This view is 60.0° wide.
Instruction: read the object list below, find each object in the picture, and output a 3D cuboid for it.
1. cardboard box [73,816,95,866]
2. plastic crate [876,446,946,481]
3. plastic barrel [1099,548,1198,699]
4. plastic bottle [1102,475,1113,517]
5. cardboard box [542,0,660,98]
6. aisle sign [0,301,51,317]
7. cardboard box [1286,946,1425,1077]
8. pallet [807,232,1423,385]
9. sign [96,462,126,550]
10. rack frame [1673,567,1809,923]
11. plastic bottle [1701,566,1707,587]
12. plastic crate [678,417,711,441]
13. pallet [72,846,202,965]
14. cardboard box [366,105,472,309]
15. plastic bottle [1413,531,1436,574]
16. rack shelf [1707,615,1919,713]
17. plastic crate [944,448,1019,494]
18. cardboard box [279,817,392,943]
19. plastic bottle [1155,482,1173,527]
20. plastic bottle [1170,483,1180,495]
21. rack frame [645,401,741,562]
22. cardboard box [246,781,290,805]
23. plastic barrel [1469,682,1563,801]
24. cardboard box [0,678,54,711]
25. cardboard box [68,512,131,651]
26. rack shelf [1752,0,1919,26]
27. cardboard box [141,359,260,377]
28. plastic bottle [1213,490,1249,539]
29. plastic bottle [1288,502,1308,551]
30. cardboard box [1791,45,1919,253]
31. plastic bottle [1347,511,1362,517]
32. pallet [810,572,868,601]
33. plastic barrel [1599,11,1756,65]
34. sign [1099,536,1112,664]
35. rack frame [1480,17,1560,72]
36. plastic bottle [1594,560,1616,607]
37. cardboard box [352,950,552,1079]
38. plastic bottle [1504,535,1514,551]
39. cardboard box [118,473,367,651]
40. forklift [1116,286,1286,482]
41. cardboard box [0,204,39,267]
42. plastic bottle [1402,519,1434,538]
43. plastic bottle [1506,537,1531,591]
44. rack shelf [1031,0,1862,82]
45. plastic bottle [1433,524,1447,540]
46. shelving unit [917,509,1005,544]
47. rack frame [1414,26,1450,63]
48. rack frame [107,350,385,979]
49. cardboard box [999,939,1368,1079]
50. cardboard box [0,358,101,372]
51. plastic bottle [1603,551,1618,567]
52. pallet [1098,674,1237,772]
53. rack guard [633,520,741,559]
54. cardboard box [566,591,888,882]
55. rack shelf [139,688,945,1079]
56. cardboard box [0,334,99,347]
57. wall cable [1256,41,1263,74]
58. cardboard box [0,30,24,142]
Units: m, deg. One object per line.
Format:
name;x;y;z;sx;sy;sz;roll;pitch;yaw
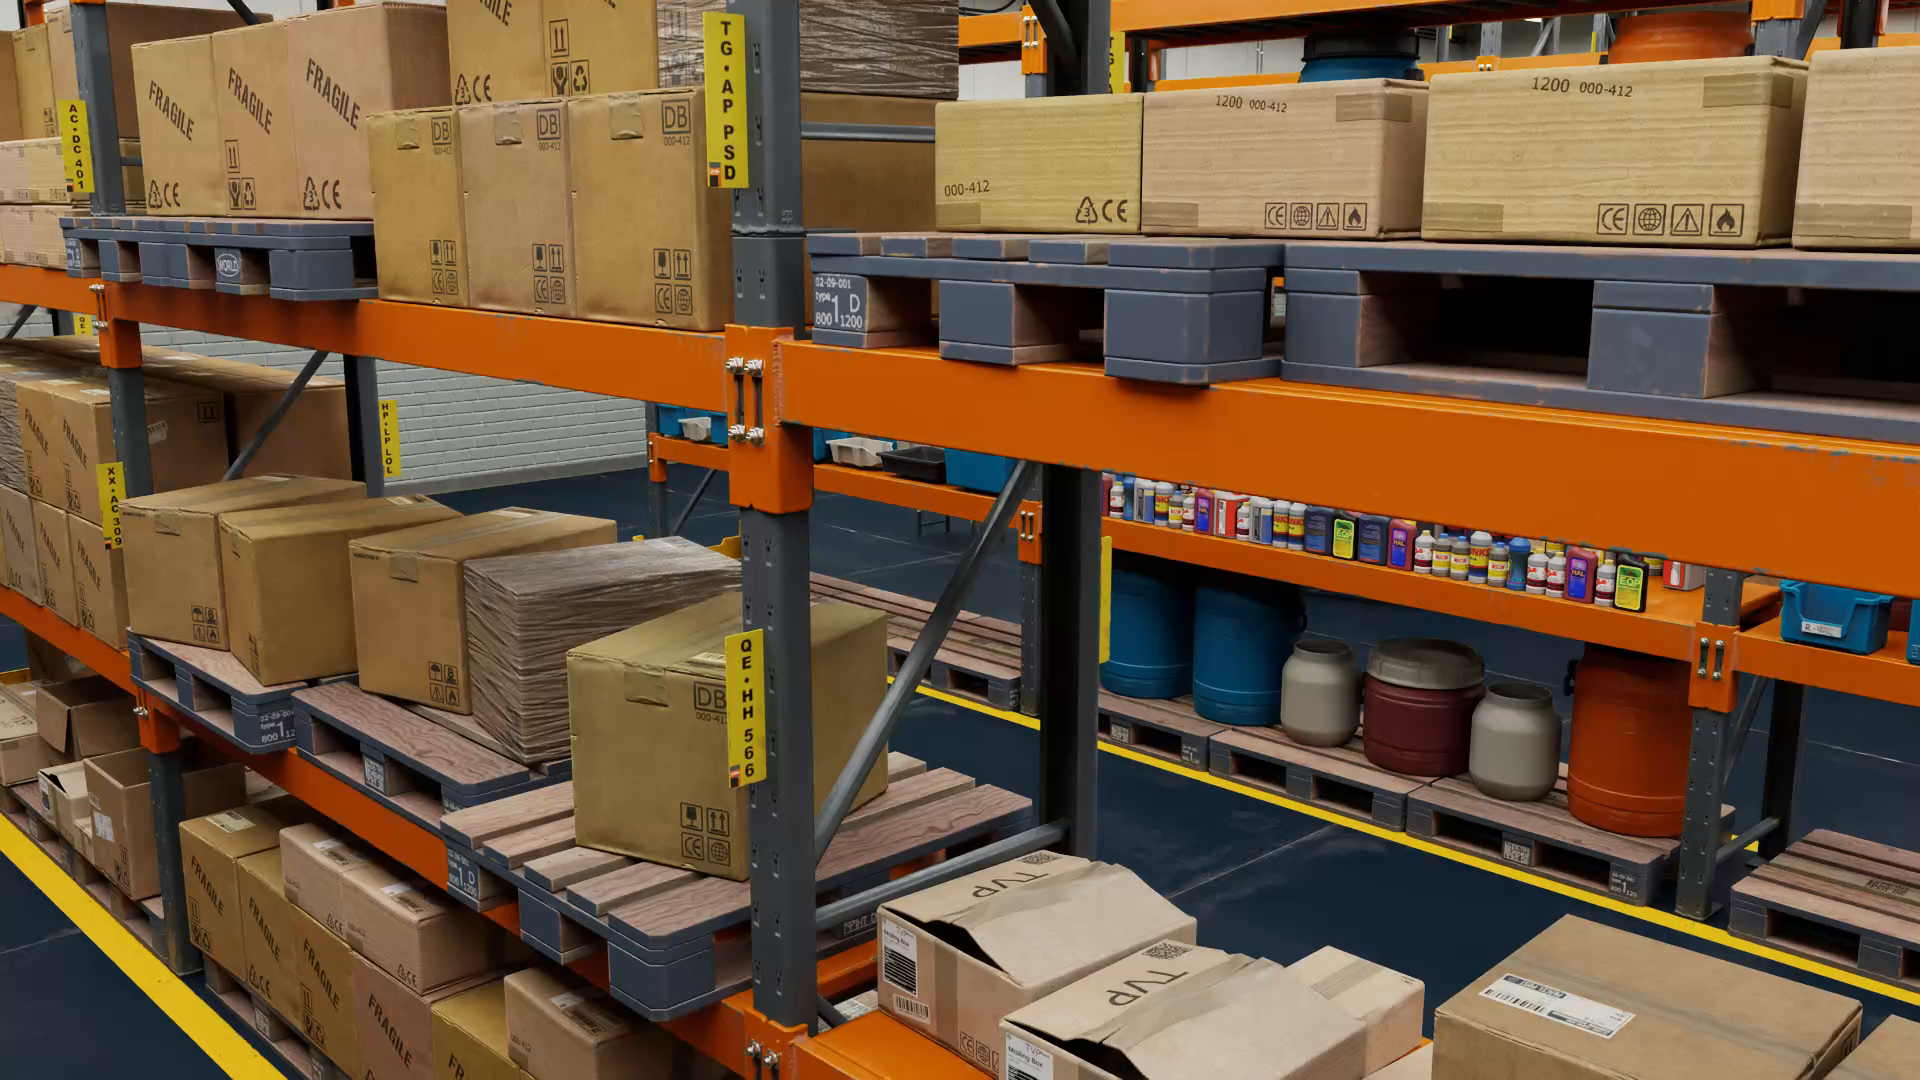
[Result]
cardboard box;-3.718;1.308;7.442;0.380;0.149;0.250;-11;16;-43
plastic crate;-0.199;-0.493;10.742;0.437;0.125;0.590;-11;16;-43
plastic barrel;1.132;0.431;9.882;0.600;0.901;0.708;-11;16;-43
plastic bottle;0.805;-0.283;9.478;0.061;0.283;0.133;-11;16;-43
cardboard box;-0.703;-1.346;4.189;0.500;0.500;0.500;-11;16;-43
aisle sign;-5.405;-1.692;9.588;0.394;0.787;0.004;-11;16;-43
cardboard box;0.766;1.017;3.503;0.380;0.149;0.250;-11;16;-43
pallet;0.479;-0.489;3.224;1.213;0.211;1.003;-10;15;-40
sign;-3.204;-0.130;6.302;0.100;0.325;0.005;-11;16;-43
rack frame;3.531;0.111;7.276;1.000;3.000;0.127;-11;16;-43
plastic bottle;3.466;0.064;7.813;0.152;0.276;0.135;-11;16;-43
plastic crate;-1.900;-0.816;12.283;0.250;0.136;0.298;-11;16;-43
pallet;-3.290;1.483;7.530;1.003;0.211;1.213;-11;16;-43
cardboard box;-1.091;-0.926;4.631;0.910;0.500;0.500;-11;16;-43
plastic bottle;2.246;0.057;8.034;0.097;0.201;0.097;0;12;0
rack shelf;4.912;0.756;5.932;1.077;0.370;4.000;-11;16;-43
plastic crate;0.199;-0.515;10.205;0.392;0.384;0.575;-11;16;-43
cardboard box;-1.968;1.109;5.678;0.500;0.250;0.500;-11;16;-42
plastic bottle;1.125;-0.215;9.177;0.097;0.271;0.097;0;12;0
plastic bottle;1.274;-0.399;10.061;0.152;0.276;0.135;-11;16;-43
rack frame;-1.994;-1.056;12.943;1.000;3.000;0.127;-11;16;-43
cardboard box;-2.950;1.227;7.432;0.500;0.311;0.500;-11;16;-43
plastic barrel;2.726;0.985;8.159;0.421;0.512;0.421;0;12;0
cardboard box;-5.064;0.957;8.897;0.500;0.250;0.500;-11;16;-43
cardboard box;-3.348;0.131;6.932;0.500;0.500;0.500;-11;16;-42
rack shelf;13.724;-7.741;24.071;1.077;0.370;4.000;-11;16;-43
cardboard box;-3.650;-0.580;7.904;0.500;0.500;0.500;11;16;43
plastic bottle;1.452;-0.156;8.880;0.152;0.276;0.135;-11;16;-43
plastic bottle;1.740;-0.085;8.547;0.097;0.271;0.097;0;12;0
cardboard box;1.432;-0.504;2.161;0.500;0.250;0.500;10;15;40
plastic bottle;1.978;-0.053;8.362;0.061;0.283;0.133;-11;16;-43
pallet;-1.453;0.435;12.614;1.003;0.211;1.213;-11;16;-43
plastic barrel;3.141;-1.857;7.292;0.600;0.830;0.708;-11;16;-43
sign;0.345;0.156;4.189;0.100;0.325;0.005;-11;16;-43
rack frame;4.351;-4.101;12.854;1.000;3.000;0.127;-11;16;-43
plastic bottle;2.876;0.190;7.388;0.097;0.201;0.097;0;12;0
cardboard box;-1.594;1.555;5.374;0.500;0.500;0.500;11;16;43
plastic bottle;2.834;-0.075;8.500;0.097;0.271;0.097;0;12;0
cardboard box;-2.651;0.063;6.222;0.500;0.500;0.700;6;13;26
forklift;2.222;-1.139;13.515;3.031;2.935;1.130;7;14;32
cardboard box;-3.683;-1.287;7.000;0.500;0.250;0.500;-11;16;-43
plastic bottle;2.383;-0.158;8.706;0.144;0.351;0.185;-11;16;-43
plastic bottle;2.582;0.093;7.682;0.097;0.271;0.097;0;12;0
rack shelf;2.149;-2.571;8.200;1.077;0.370;4.000;-11;16;-43
plastic bottle;2.508;-0.138;8.796;0.152;0.276;0.135;-11;16;-43
shelving unit;0.005;-0.734;15.094;0.431;1.500;0.755;-11;16;-43
rack frame;5.245;-5.361;18.971;1.000;3.000;0.127;-11;16;-43
rack frame;-2.817;0.217;6.762;1.000;3.000;0.127;-11;16;-43
cardboard box;0.423;1.002;3.173;0.500;0.311;0.500;-11;16;-43
cardboard box;-4.404;-0.581;7.909;0.500;0.500;0.500;-11;16;-43
plastic bottle;3.146;-0.004;8.141;0.152;0.276;0.135;-11;16;-43
pallet;1.271;1.012;9.816;1.003;0.211;1.213;-11;16;-43
rack guard;-2.020;0.166;13.203;1.175;0.500;0.348;-11;16;-43
cardboard box;-0.571;0.470;4.246;0.500;0.500;0.700;6;13;26
rack shelf;-1.436;0.862;5.417;1.077;0.370;4.000;-11;16;-43
cardboard box;-5.073;-0.879;9.355;0.500;0.500;0.500;-11;16;-43
wall cable;4.624;-6.857;26.229;0.463;3.000;0.029;-11;16;-43
cardboard box;-4.228;-2.073;7.718;0.700;0.500;0.500;-11;16;-43
